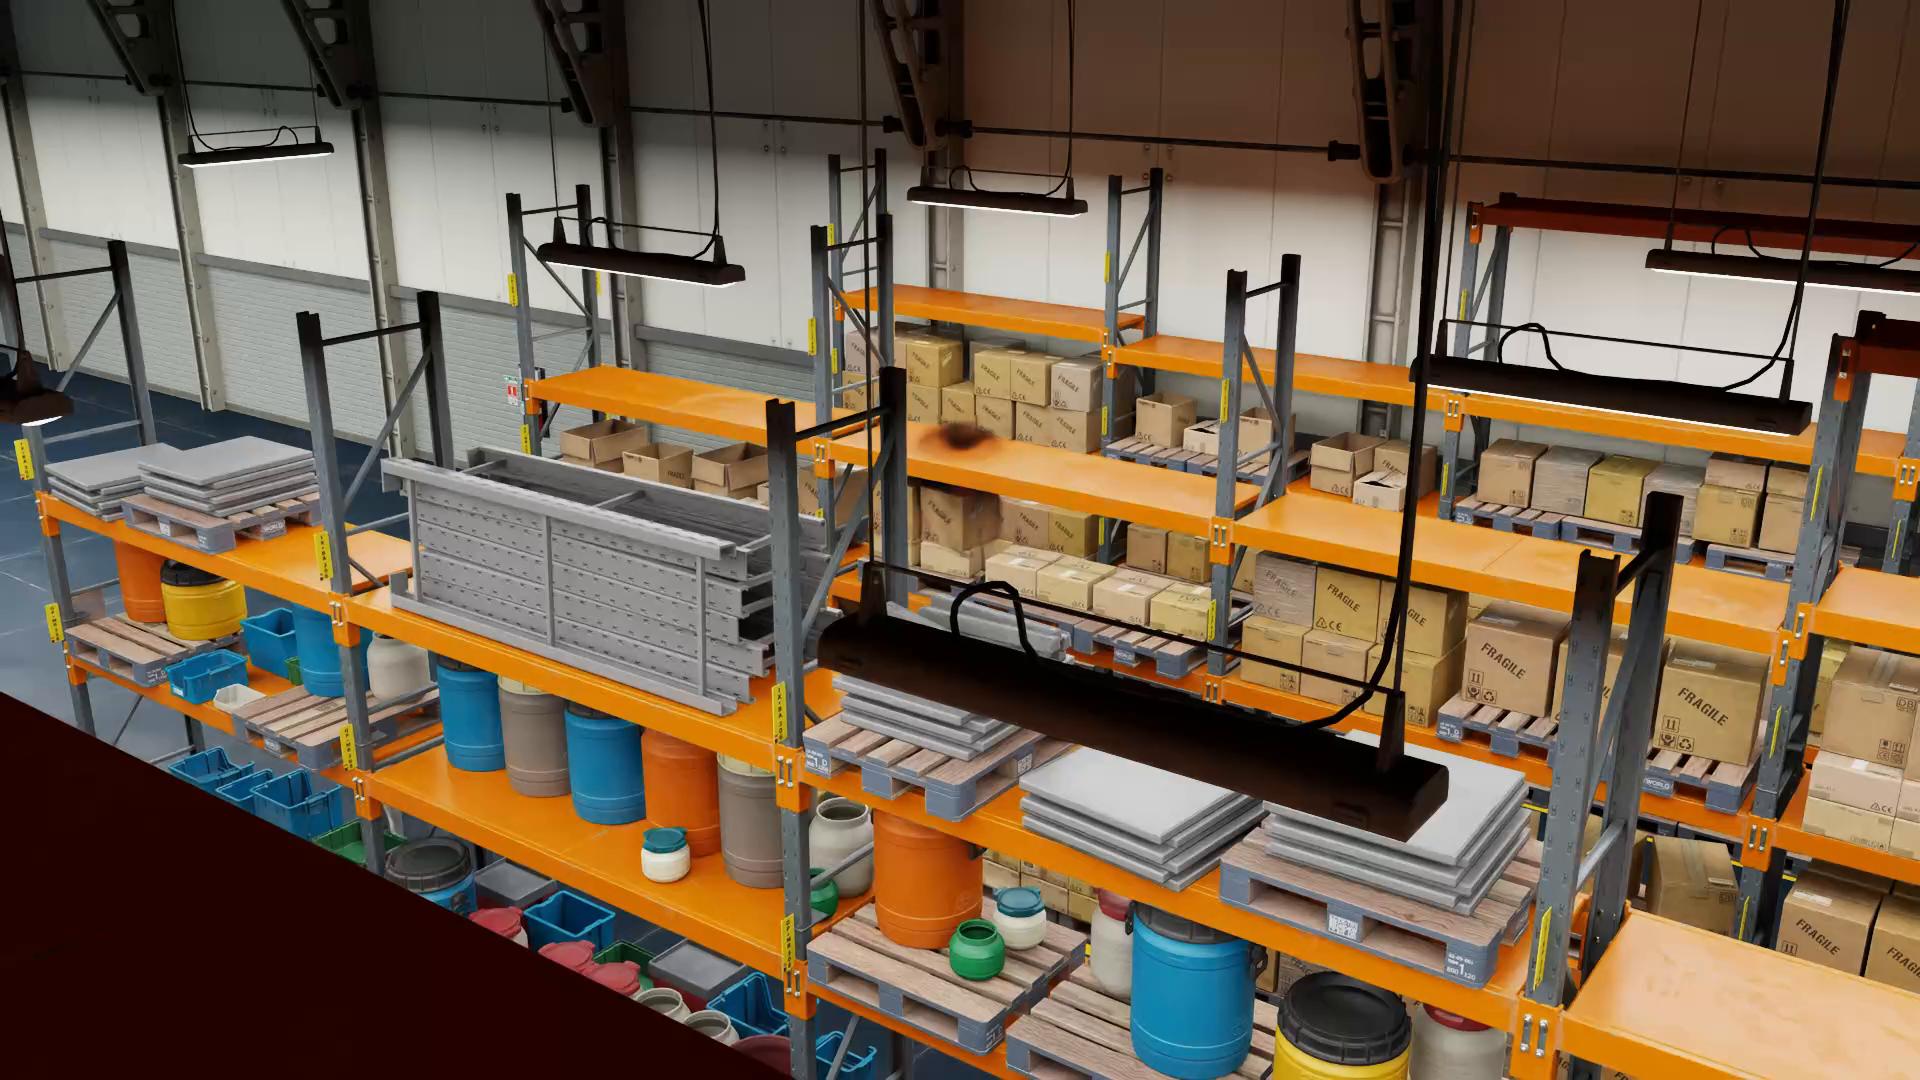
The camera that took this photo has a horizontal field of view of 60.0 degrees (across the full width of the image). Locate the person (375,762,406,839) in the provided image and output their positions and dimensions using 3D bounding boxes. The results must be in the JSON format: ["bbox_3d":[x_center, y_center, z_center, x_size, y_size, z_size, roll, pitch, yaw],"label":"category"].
[{"bbox_3d":[-5.682,2.181,16.032,0.508,1.729,0.398,3,19,9],"label":"person"}]
